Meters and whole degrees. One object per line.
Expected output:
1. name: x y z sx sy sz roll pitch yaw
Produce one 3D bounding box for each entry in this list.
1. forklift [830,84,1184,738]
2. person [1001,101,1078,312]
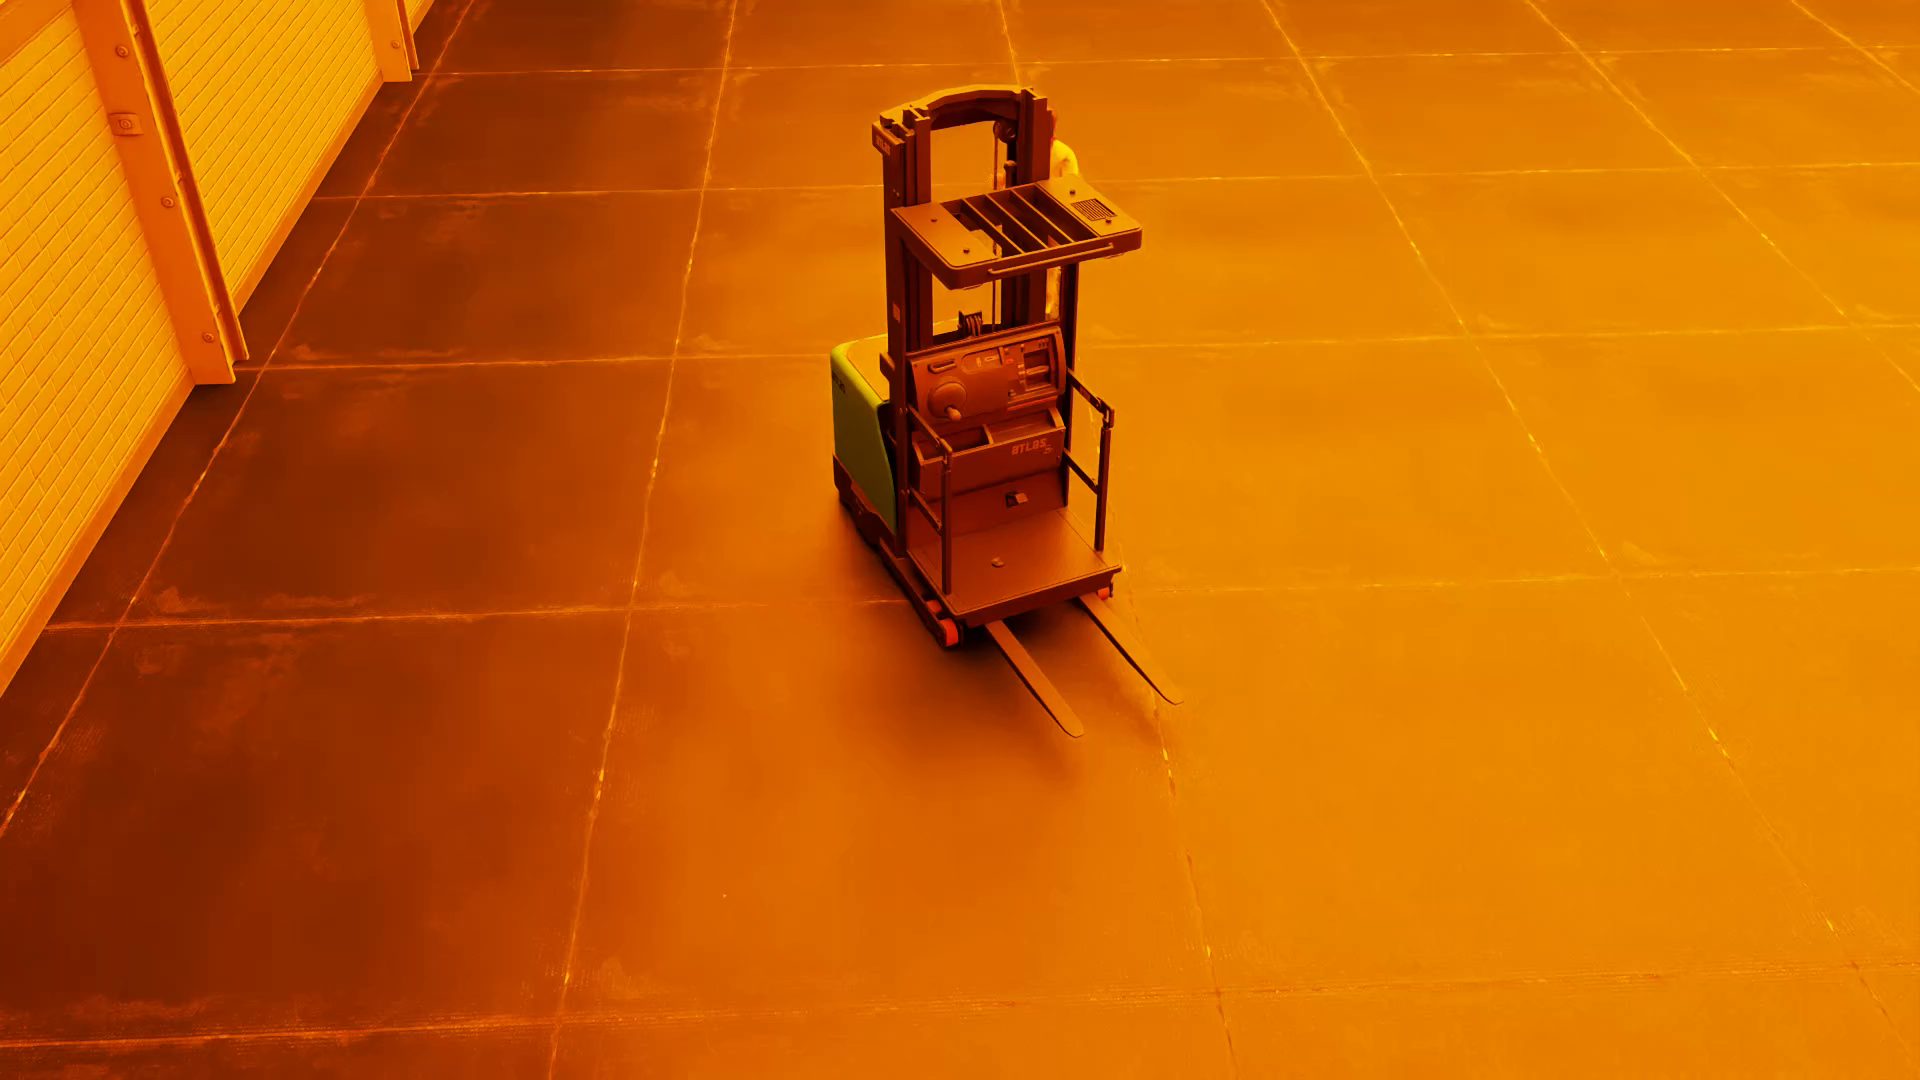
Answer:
1. forklift: 0.258 -0.860 9.192 1.130 2.935 3.031 -15 39 -20
2. person: 0.601 -2.507 12.542 0.601 1.651 0.468 0 36 -1
